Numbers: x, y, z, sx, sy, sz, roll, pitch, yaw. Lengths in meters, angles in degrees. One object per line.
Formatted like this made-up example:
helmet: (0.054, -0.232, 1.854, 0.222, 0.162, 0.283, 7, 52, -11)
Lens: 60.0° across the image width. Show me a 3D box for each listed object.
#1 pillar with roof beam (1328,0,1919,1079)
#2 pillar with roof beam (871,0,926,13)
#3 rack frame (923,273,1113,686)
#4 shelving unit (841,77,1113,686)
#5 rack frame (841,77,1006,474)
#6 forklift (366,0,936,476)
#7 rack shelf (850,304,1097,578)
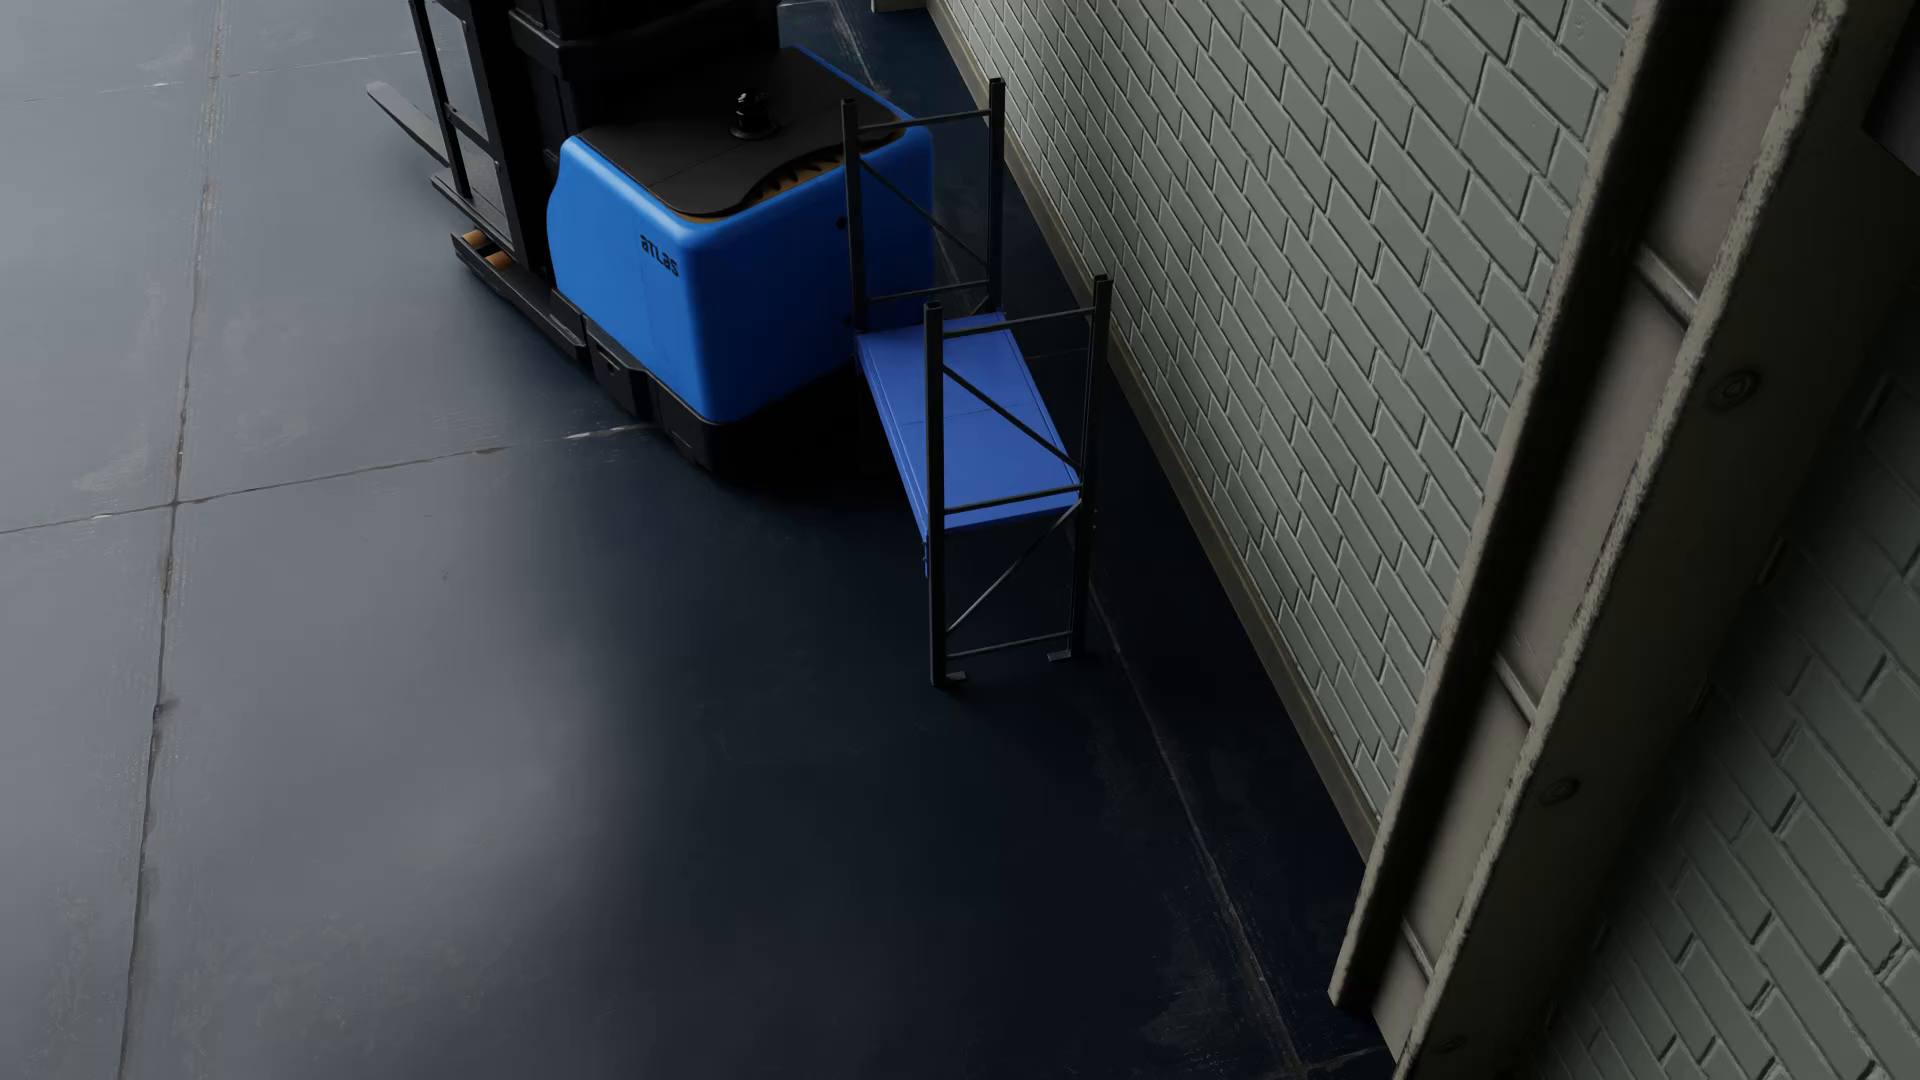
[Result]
pillar with roof beam: (-2.959, -1.026, 0.455, 9.100, 9.000, 0.400, -11, 47, -10)
pillar with roof beam: (-4.495, -5.169, 4.515, 9.100, 9.000, 0.400, -11, 47, -10)
rack frame: (0.152, -0.115, 4.813, 0.500, 1.500, 0.032, -11, 47, -10)
shelving unit: (0.022, -0.466, 5.157, 0.538, 1.500, 1.048, -11, 47, -10)
rack frame: (-0.108, -0.817, 5.501, 0.500, 1.500, 0.032, -11, 47, -10)
forklift: (-1.416, -2.233, 5.886, 1.130, 2.935, 3.031, -32, 53, -27)
rack shelf: (0.022, -0.340, 5.285, 0.538, 0.185, 1.000, -11, 47, -10)
